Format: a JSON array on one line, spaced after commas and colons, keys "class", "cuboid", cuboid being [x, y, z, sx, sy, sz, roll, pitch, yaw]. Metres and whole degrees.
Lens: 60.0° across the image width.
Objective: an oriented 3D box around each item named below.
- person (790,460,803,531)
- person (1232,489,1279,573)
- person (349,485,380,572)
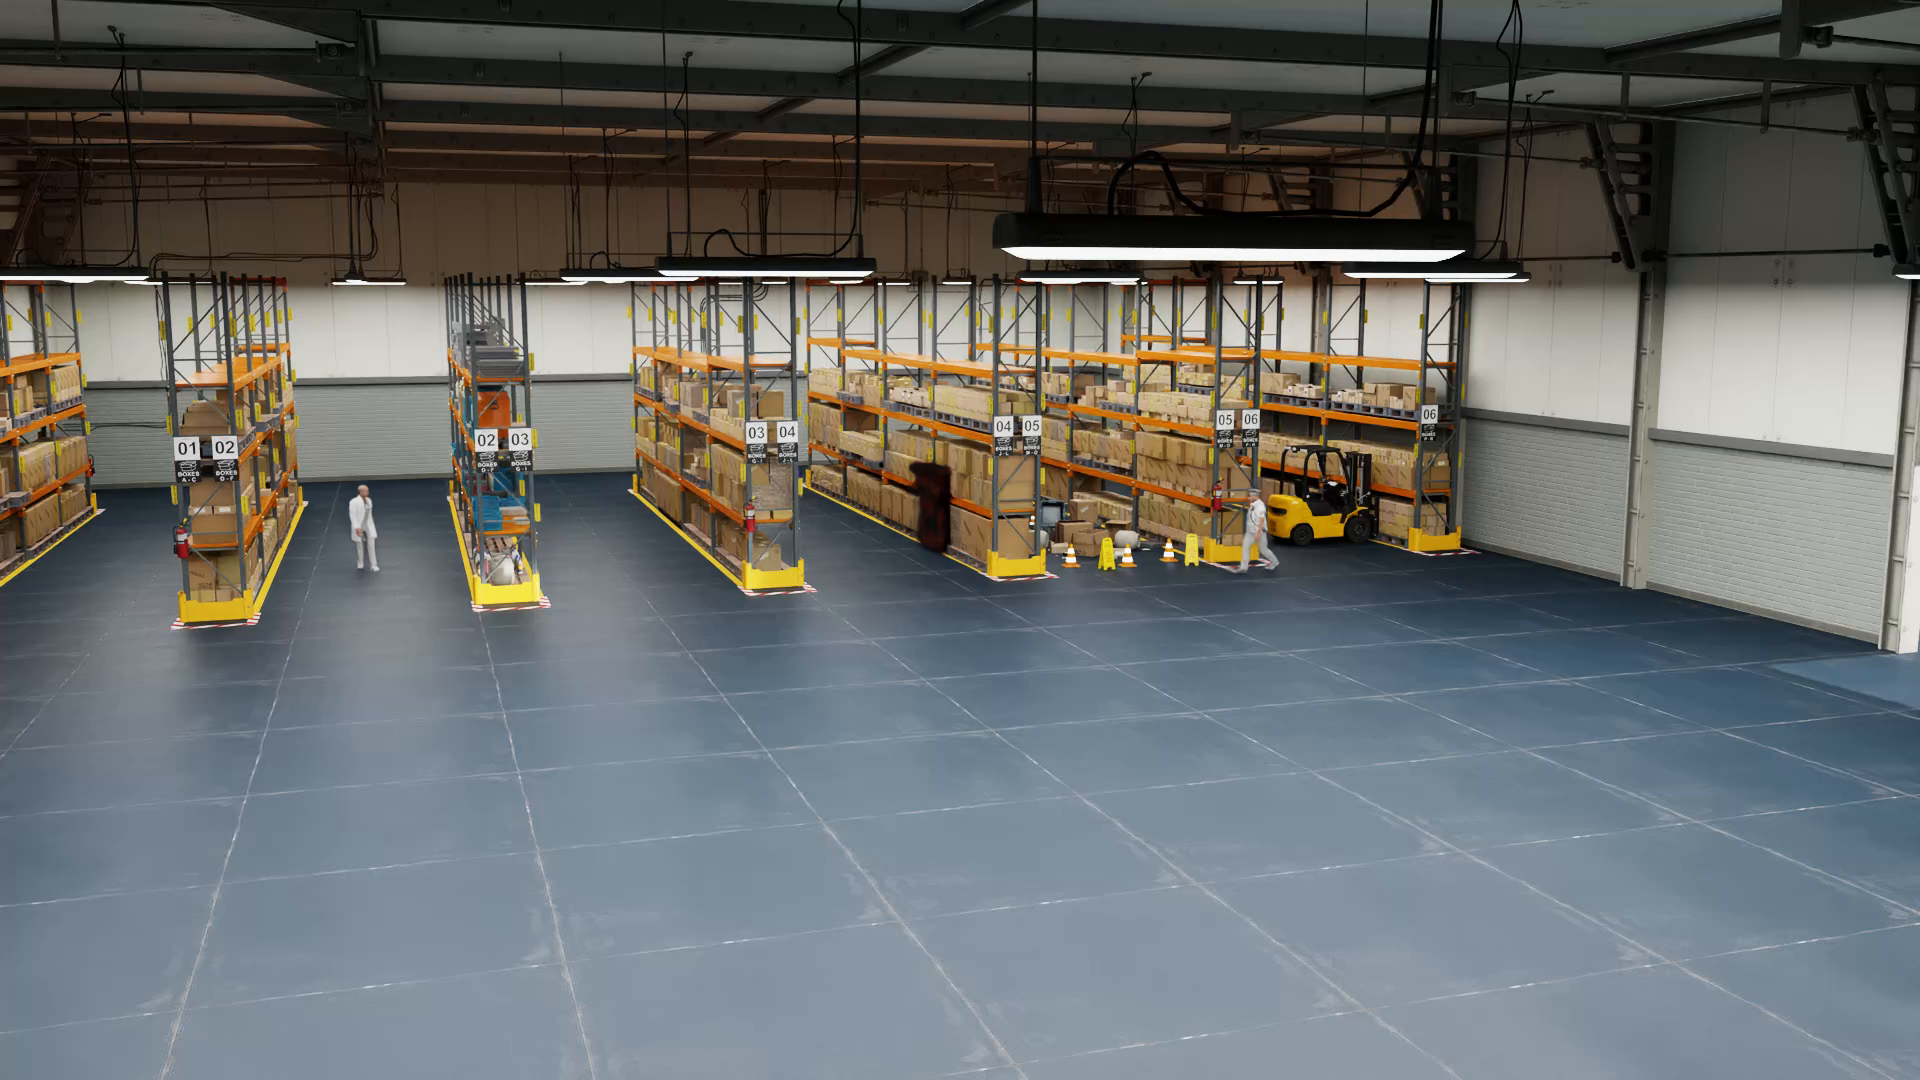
[{"class": "person", "cuboid": [-3.848, -1.050, 37.715, 0.540, 1.616, 0.888, -4, 9, -24]}, {"class": "person", "cuboid": [6.010, -0.172, 33.569, 1.002, 1.702, 0.503, -6, 11, -37]}, {"class": "person", "cuboid": [-12.115, -0.245, 33.752, 0.522, 1.723, 1.074, -4, 10, -26]}]
